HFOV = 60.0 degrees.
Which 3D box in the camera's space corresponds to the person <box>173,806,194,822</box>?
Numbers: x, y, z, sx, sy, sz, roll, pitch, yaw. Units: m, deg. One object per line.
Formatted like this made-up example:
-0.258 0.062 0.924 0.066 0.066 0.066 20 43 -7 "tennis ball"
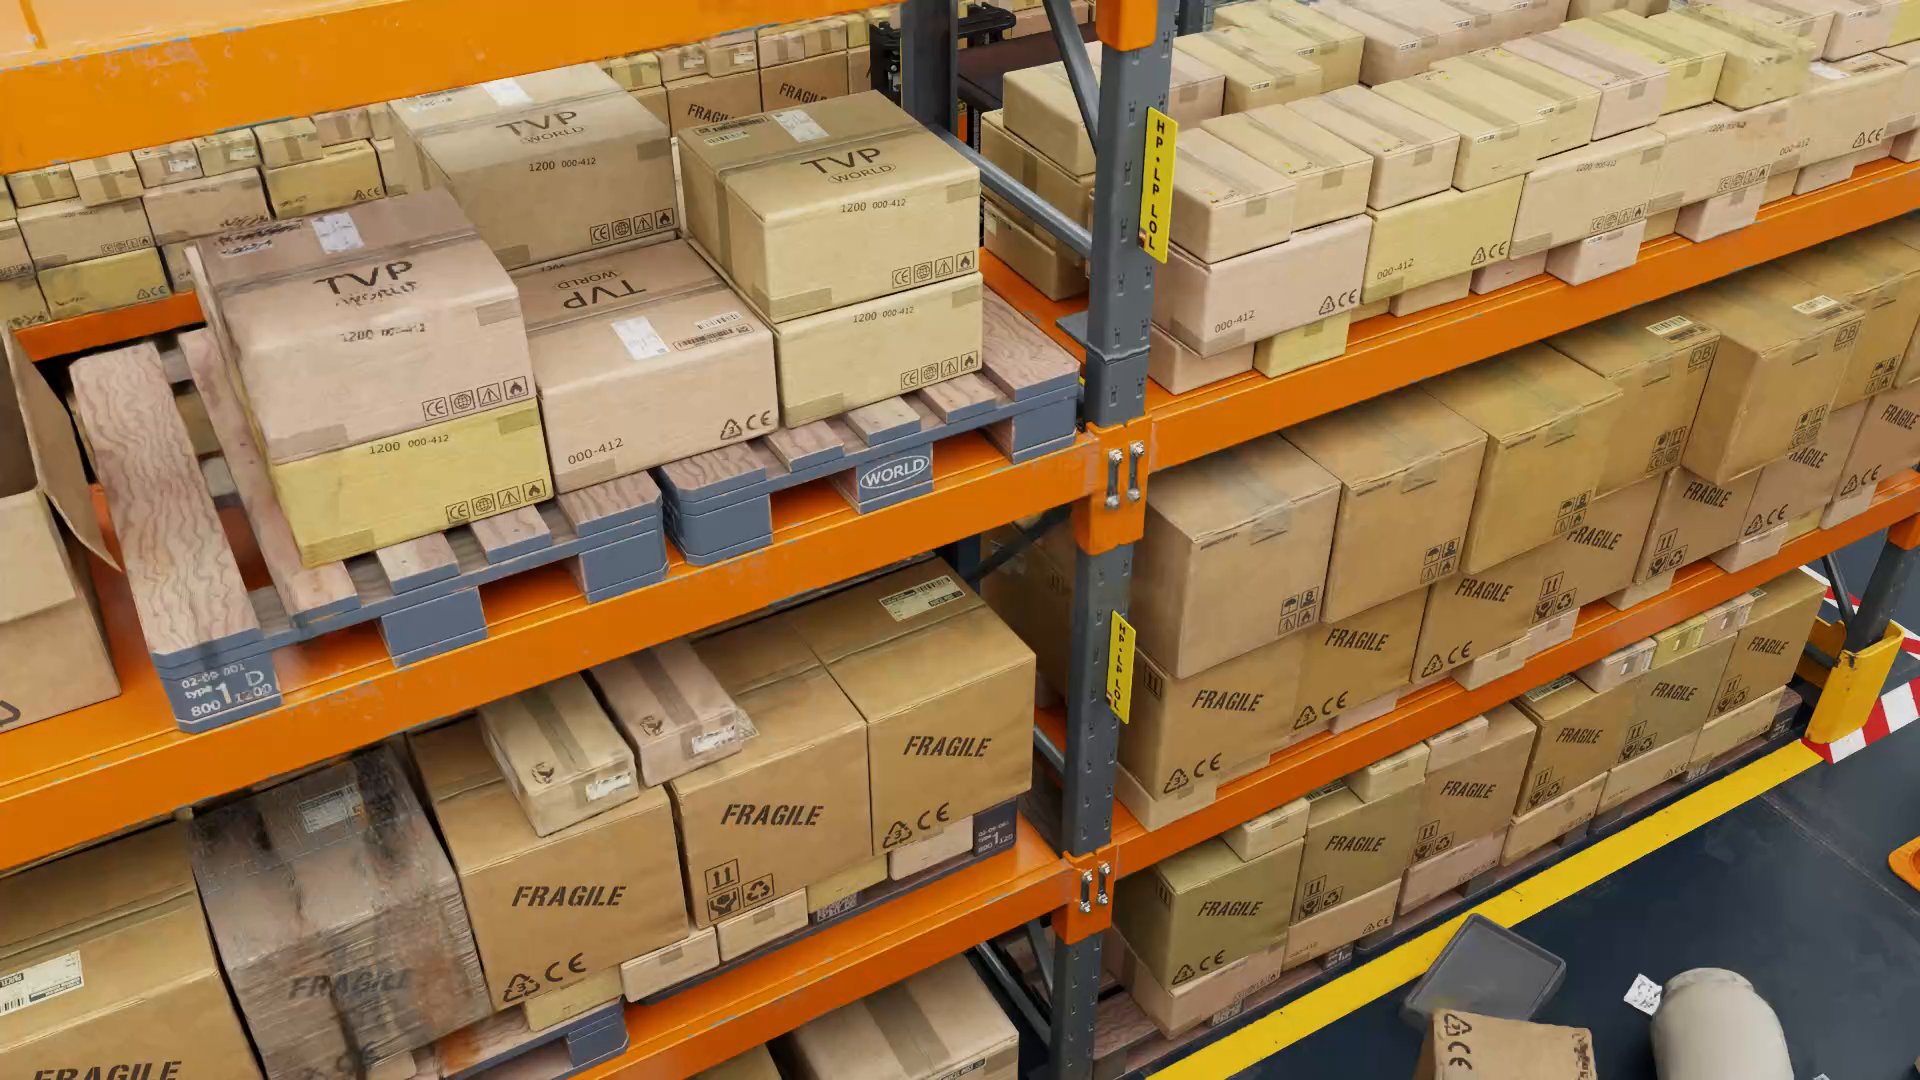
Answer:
-2.685 0.954 5.645 0.790 1.641 0.452 -17 40 -22 "person"
